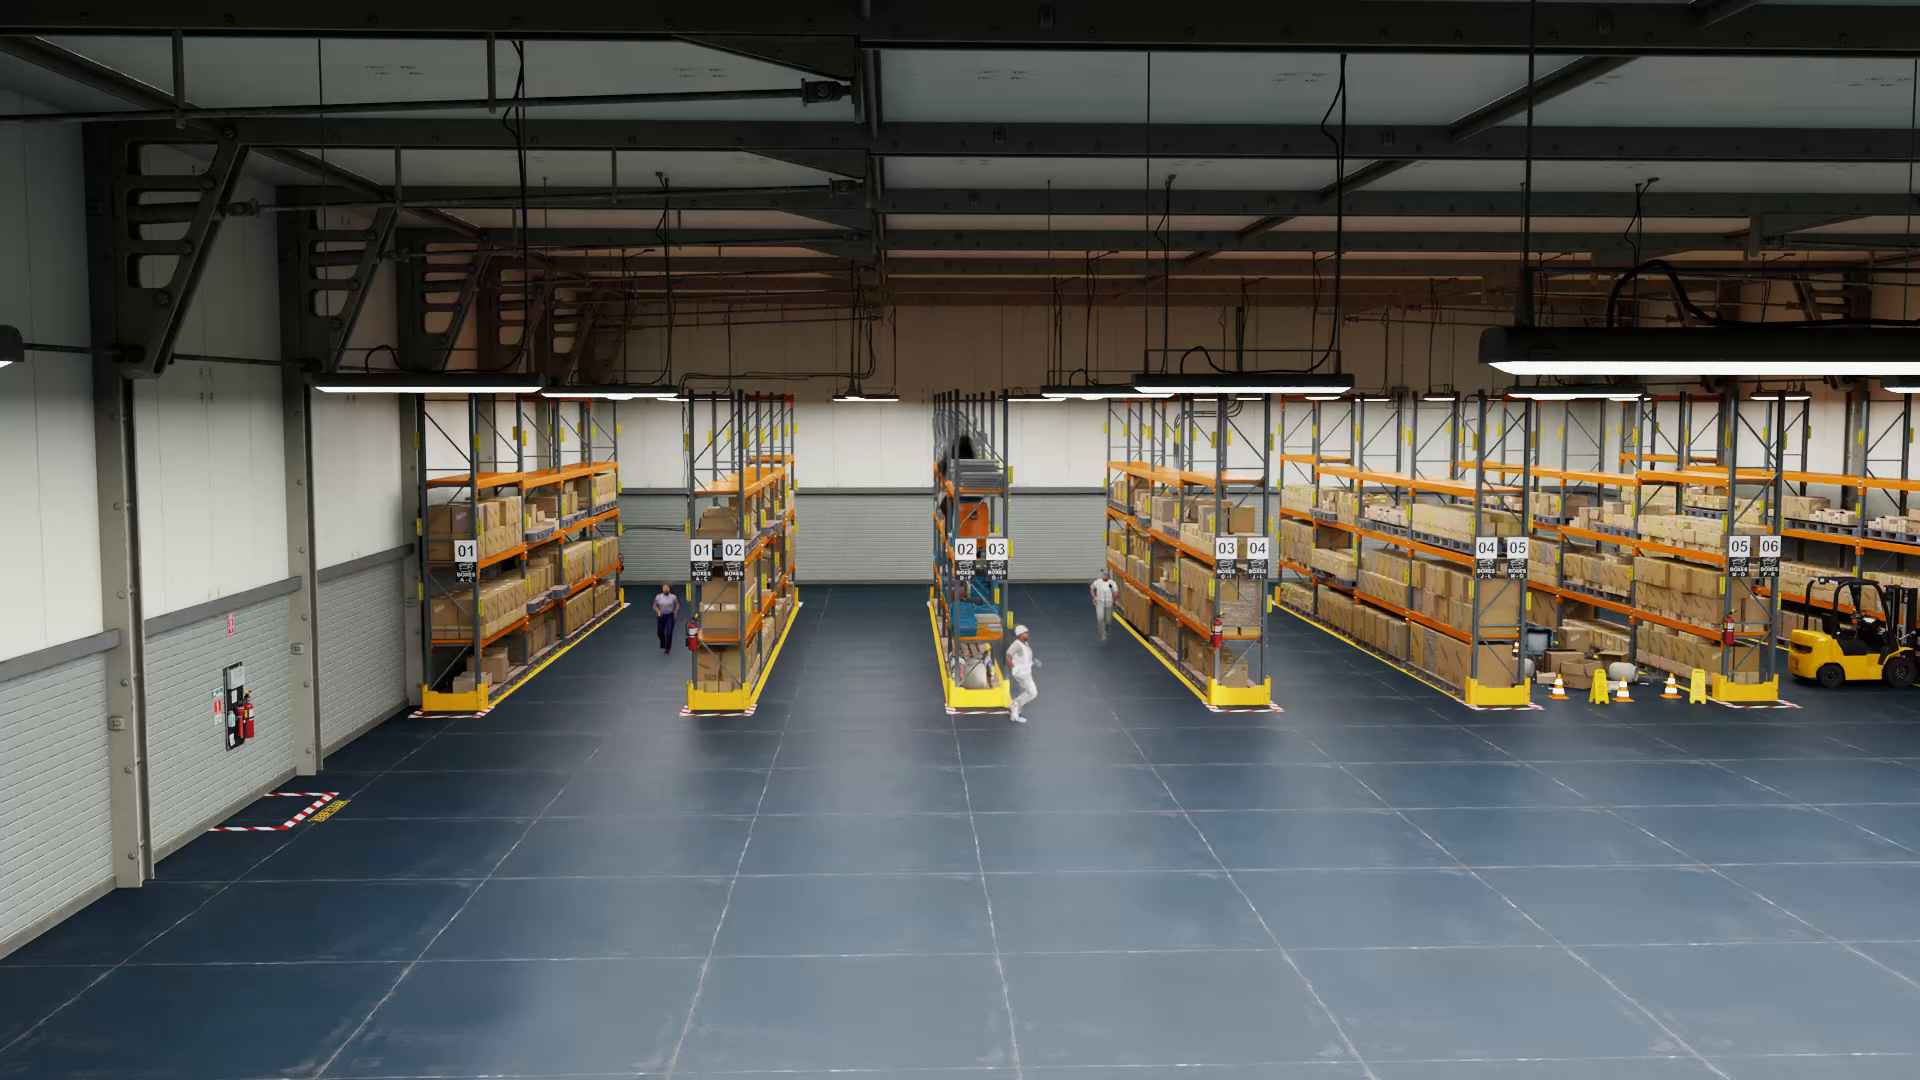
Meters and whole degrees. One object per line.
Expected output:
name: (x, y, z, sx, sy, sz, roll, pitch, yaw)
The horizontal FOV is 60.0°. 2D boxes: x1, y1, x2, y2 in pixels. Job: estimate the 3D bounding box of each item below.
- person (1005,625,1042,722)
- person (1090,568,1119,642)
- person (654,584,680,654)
person: (1.169, 2.409, 29.939, 0.590, 1.744, 0.680, 1, 5, 16)
person: (3.373, 1.527, 38.737, 0.663, 1.775, 0.924, 0, 5, 0)
person: (-6.757, 1.812, 38.292, 0.595, 1.583, 0.512, -1, 5, -7)
